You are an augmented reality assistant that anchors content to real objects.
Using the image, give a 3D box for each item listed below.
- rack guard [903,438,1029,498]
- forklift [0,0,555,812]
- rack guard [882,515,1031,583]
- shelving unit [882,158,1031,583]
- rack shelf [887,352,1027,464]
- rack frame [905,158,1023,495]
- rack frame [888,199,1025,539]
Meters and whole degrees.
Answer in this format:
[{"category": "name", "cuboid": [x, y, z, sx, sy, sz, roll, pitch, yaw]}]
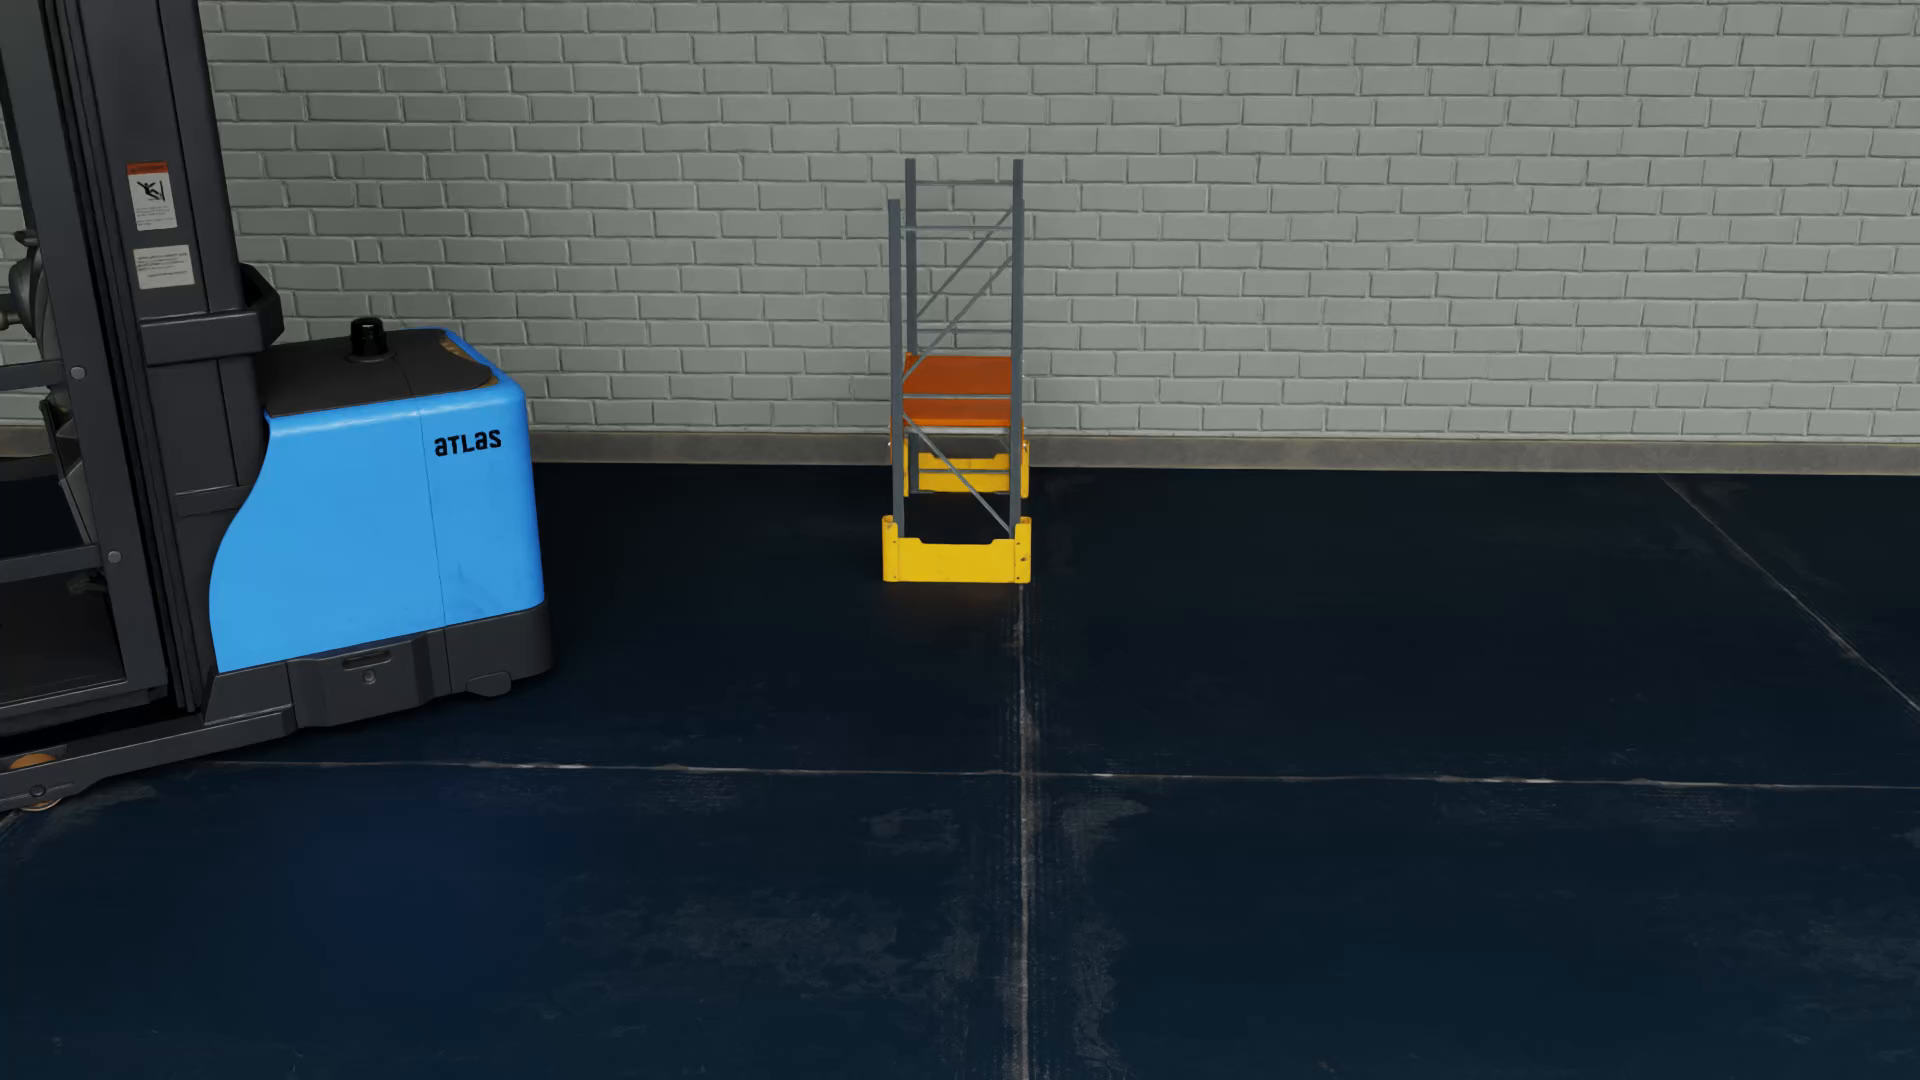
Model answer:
[{"category": "rack guard", "cuboid": [0.017, -0.324, 7.519, 0.587, 0.250, 0.087, 1, 21, 2]}, {"category": "forklift", "cuboid": [-2.928, -0.742, 4.890, 3.031, 2.935, 1.130, -12, 24, -28]}, {"category": "rack guard", "cuboid": [-0.013, 0.036, 6.591, 0.587, 0.250, 0.087, 1, 21, 2]}, {"category": "shelving unit", "cuboid": [0.002, -0.727, 6.829, 0.587, 1.500, 1.083, 1, 21, 2]}, {"category": "rack shelf", "cuboid": [0.003, -0.562, 6.902, 0.538, 0.185, 1.000, 1, 21, 2]}, {"category": "rack frame", "cuboid": [0.018, -0.914, 7.311, 0.500, 1.500, 0.032, 1, 21, 2]}, {"category": "rack frame", "cuboid": [-0.013, -0.546, 6.363, 0.500, 1.500, 0.032, 1, 21, 2]}]
